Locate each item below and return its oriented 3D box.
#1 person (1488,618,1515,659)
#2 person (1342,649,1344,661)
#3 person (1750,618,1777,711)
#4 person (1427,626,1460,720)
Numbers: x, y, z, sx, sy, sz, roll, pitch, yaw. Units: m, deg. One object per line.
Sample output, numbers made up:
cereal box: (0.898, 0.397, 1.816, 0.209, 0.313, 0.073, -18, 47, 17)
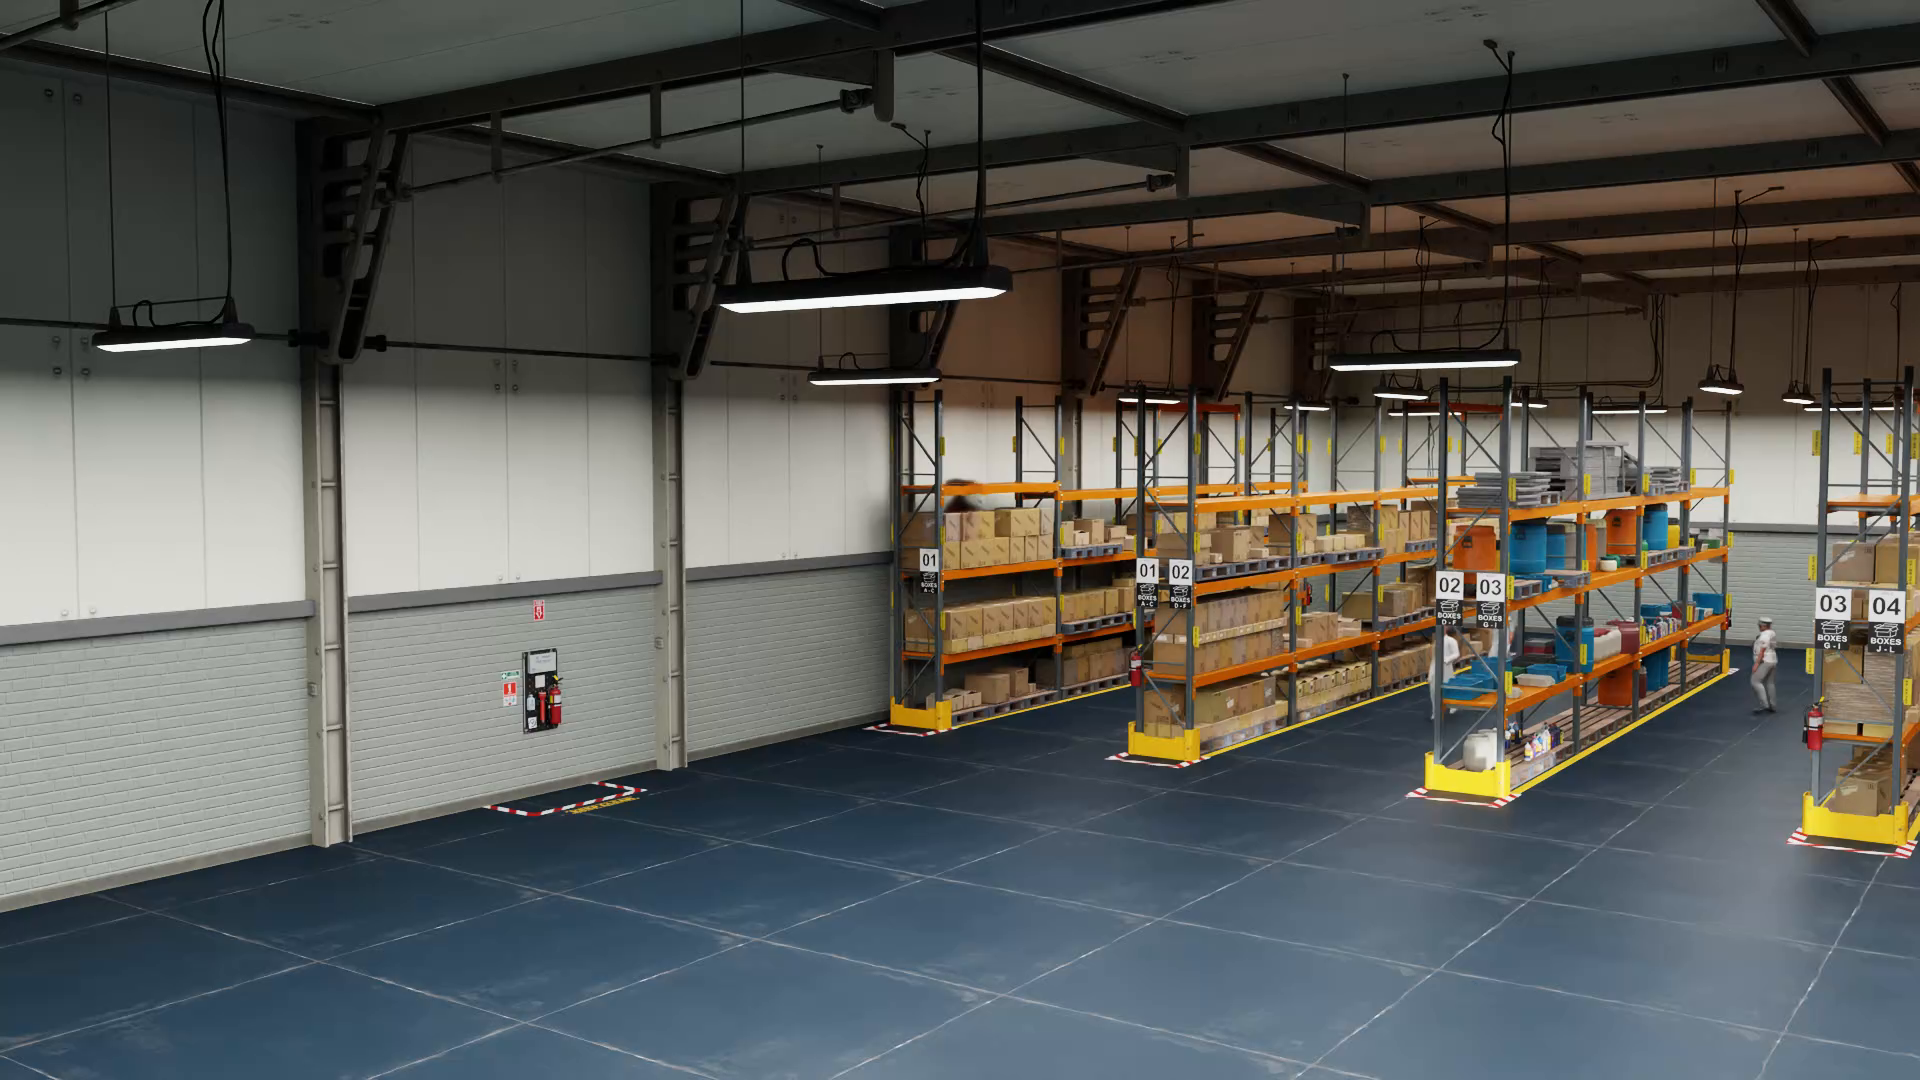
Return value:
person: (11.086, 2.203, 34.007, 0.508, 1.806, 0.776, 2, 4, 28)
person: (8.931, 2.035, 37.796, 0.465, 1.614, 0.973, 2, 4, 26)
person: (15.178, 2.346, 31.378, 0.403, 1.755, 0.630, 3, 4, 43)
person: (8.933, 2.404, 30.598, 0.616, 1.760, 0.898, 3, 4, 41)
